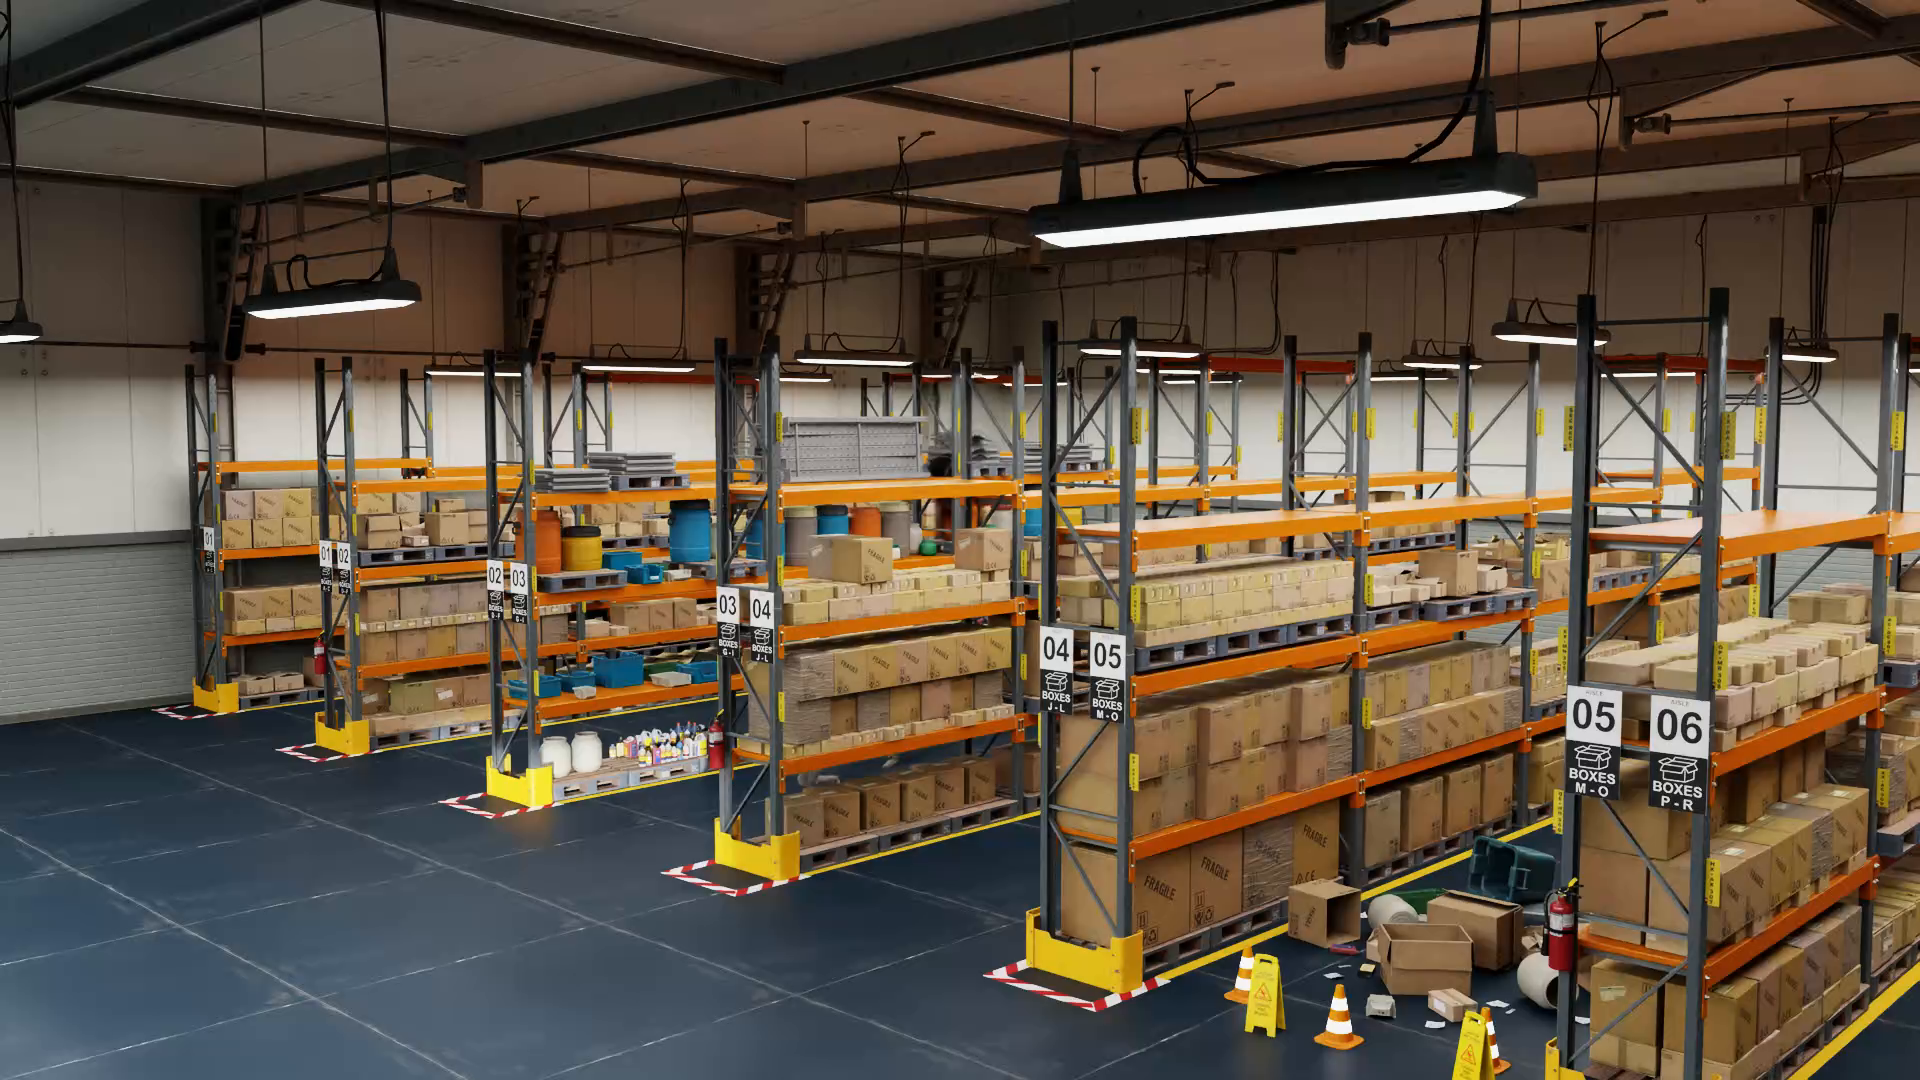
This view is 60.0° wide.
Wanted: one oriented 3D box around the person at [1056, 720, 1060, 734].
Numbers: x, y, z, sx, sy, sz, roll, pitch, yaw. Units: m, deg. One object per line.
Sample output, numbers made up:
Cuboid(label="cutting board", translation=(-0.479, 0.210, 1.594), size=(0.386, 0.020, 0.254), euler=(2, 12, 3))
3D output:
Cuboid(label="person", translation=(1.512, 2.527, 25.122), size=(0.524, 1.427, 0.500), euler=(4, 6, 44))

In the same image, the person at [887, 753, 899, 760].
Cuboid(label="person", translation=(-0.828, 2.387, 24.587), size=(0.662, 1.669, 0.792), euler=(3, 5, 35))

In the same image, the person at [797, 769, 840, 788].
Cuboid(label="person", translation=(-1.878, 2.812, 21.552), size=(0.831, 1.439, 0.558), euler=(-4, 6, -43))
